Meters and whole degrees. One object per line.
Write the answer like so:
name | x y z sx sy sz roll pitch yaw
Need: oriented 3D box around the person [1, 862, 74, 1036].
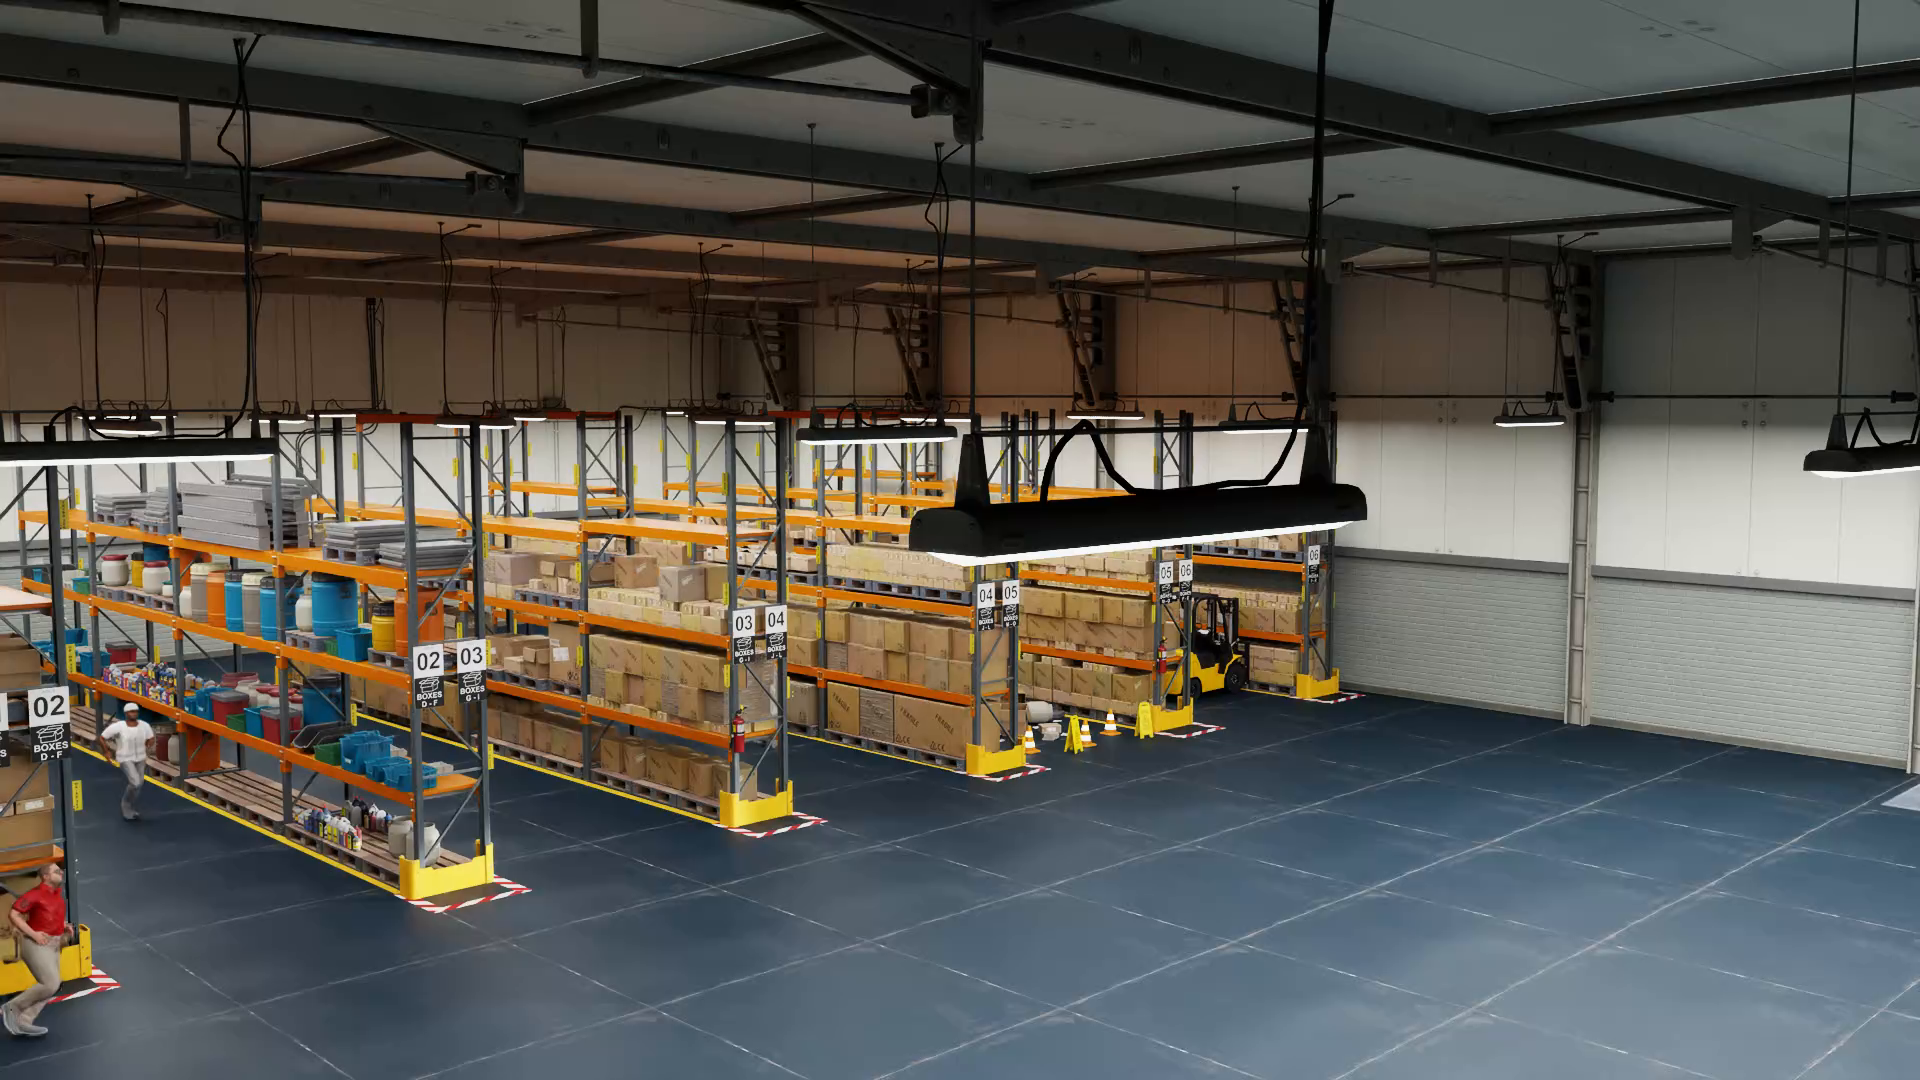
person | -9.178 4.066 16.628 0.587 1.640 0.736 0 5 -4

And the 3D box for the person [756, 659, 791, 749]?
person | -3.363 2.873 29.803 0.757 1.737 0.709 3 6 31

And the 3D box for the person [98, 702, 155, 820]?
person | -12.345 3.293 24.821 0.660 1.741 0.692 3 6 32
